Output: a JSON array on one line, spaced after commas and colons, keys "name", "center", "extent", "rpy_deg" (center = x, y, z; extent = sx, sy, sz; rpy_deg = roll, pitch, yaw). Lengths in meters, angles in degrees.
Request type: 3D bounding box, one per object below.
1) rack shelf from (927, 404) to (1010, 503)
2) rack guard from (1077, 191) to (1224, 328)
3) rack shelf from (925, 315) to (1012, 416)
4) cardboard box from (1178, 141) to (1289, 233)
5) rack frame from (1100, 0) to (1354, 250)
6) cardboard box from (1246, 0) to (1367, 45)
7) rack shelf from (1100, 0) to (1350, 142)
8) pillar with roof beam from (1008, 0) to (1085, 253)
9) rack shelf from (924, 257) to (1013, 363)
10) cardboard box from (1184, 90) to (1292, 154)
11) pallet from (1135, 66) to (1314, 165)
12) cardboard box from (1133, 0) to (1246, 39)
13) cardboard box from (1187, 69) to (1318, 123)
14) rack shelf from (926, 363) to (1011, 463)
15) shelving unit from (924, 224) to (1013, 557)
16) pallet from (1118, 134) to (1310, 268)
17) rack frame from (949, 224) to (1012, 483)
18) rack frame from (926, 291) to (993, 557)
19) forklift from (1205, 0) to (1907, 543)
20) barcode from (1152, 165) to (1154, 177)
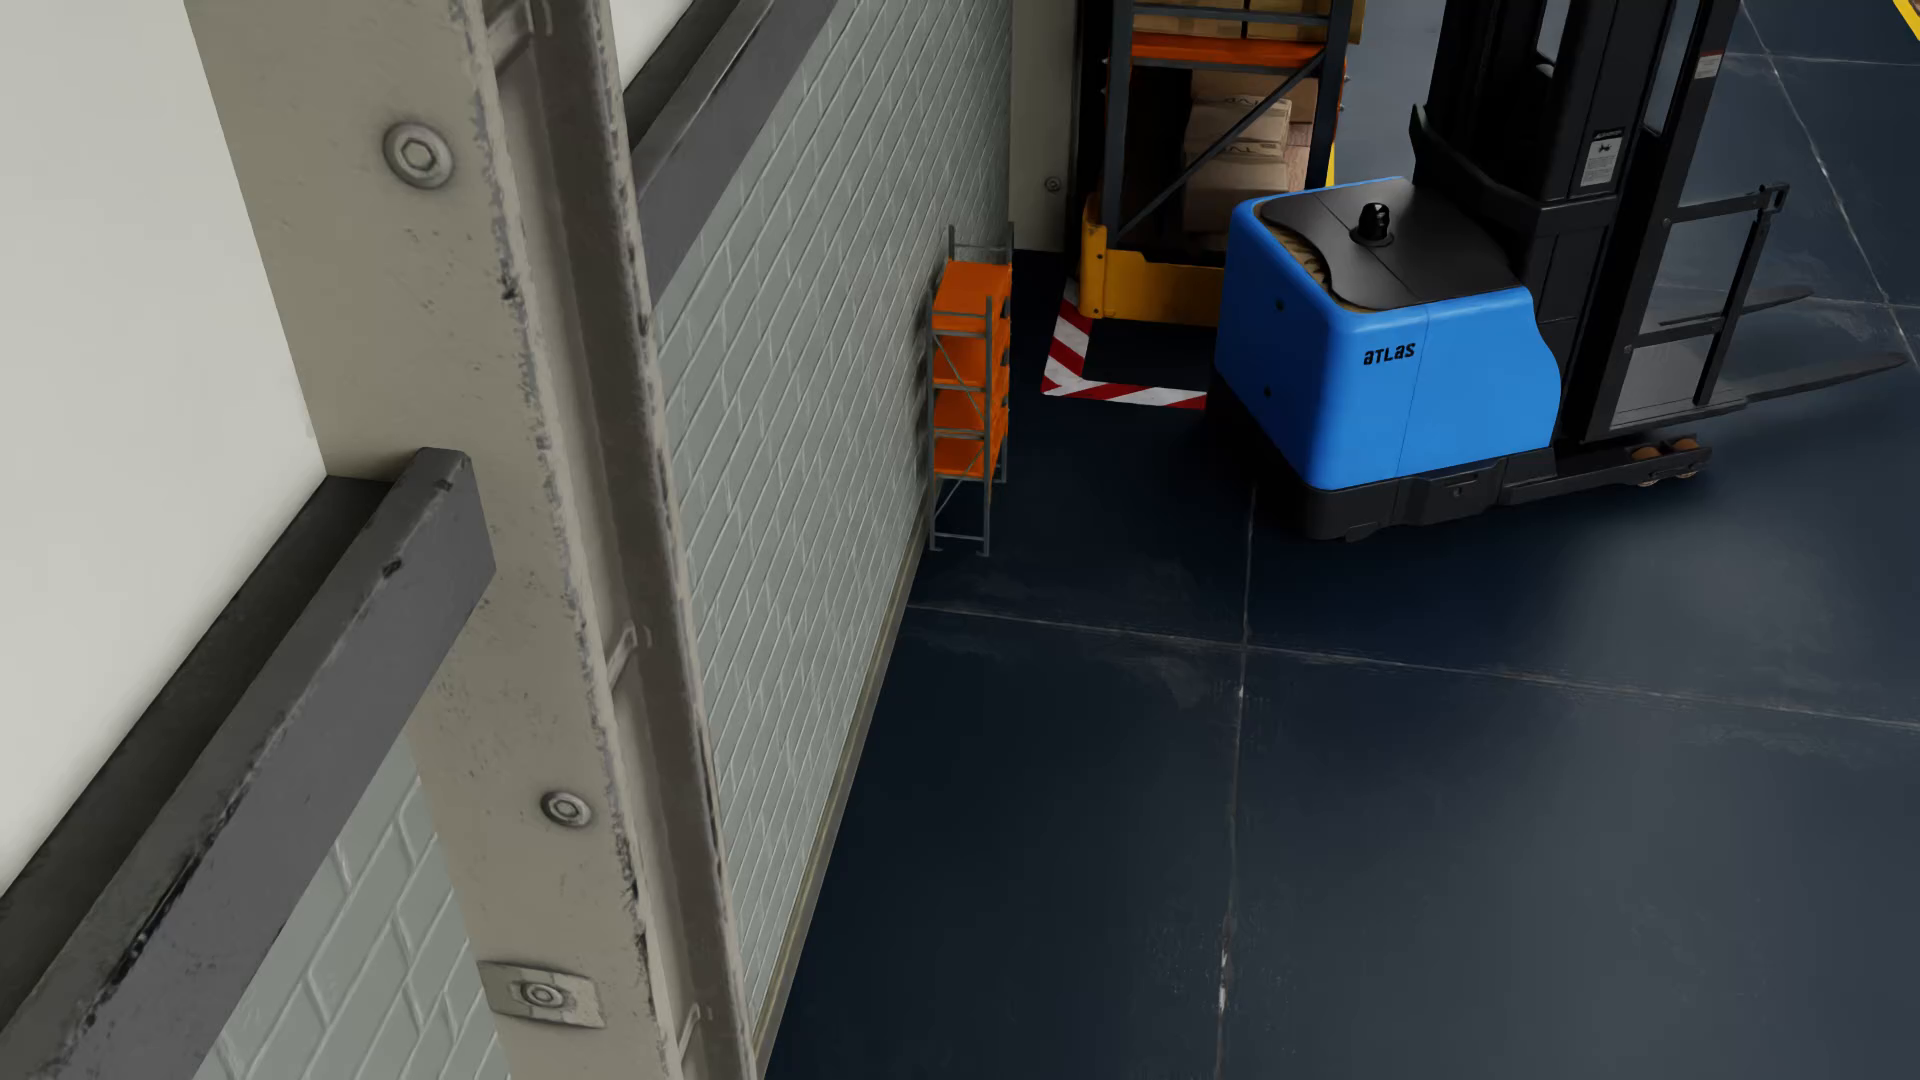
[{"name": "rack shelf", "center": [0.037, -0.361, 6.663], "extent": [0.258, 0.148, 0.480], "rpy_deg": [6, 40, 7]}, {"name": "rack guard", "center": [1.168, -1.321, 7.955], "extent": [1.175, 0.500, 0.348], "rpy_deg": [6, 40, 8]}, {"name": "rack shelf", "center": [0.037, -0.687, 6.393], "extent": [0.258, 0.148, 0.480], "rpy_deg": [6, 40, 7]}, {"name": "cardboard box", "center": [1.363, -1.794, 8.331], "extent": [0.500, 0.311, 0.500], "rpy_deg": [2, 40, 3]}, {"name": "rack frame", "center": [1.155, -2.236, 7.101], "extent": [1.000, 3.000, 0.127], "rpy_deg": [6, 40, 8]}, {"name": "cardboard box", "center": [1.552, -2.458, 7.470], "extent": [0.500, 0.250, 0.500], "rpy_deg": [5, 40, 6]}, {"name": "rack shelf", "center": [1.501, -3.214, 8.848], "extent": [1.077, 0.370, 4.000], "rpy_deg": [6, 40, 8]}, {"name": "pillar with roof beam", "center": [4.664, -4.609, 5.262], "extent": [9.100, 9.000, 0.400], "rpy_deg": [6, 40, 8]}, {"name": "rack shelf", "center": [0.037, -0.869, 6.243], "extent": [0.258, 0.148, 0.480], "rpy_deg": [6, 40, 7]}, {"name": "cardboard box", "center": [1.462, -2.152, 8.764], "extent": [0.500, 0.311, 0.500], "rpy_deg": [10, 41, 11]}, {"name": "pallet", "center": [1.557, -2.479, 9.583], "extent": [1.003, 0.211, 1.213], "rpy_deg": [6, 40, 8]}, {"name": "cardboard box", "center": [1.045, -2.501, 7.523], "extent": [0.500, 0.250, 0.500], "rpy_deg": [7, 40, 8]}, {"name": "cardboard box", "center": [1.638, -2.680, 9.253], "extent": [0.700, 0.500, 0.500], "rpy_deg": [4, 40, 5]}, {"name": "rack shelf", "center": [0.037, -0.514, 6.536], "extent": [0.258, 0.148, 0.480], "rpy_deg": [6, 40, 7]}, {"name": "shelving unit", "center": [0.037, -0.566, 6.493], "extent": [0.258, 1.200, 0.503], "rpy_deg": [6, 40, 7]}, {"name": "pallet", "center": [1.343, -1.715, 8.659], "extent": [1.003, 0.211, 1.213], "rpy_deg": [6, 40, 8]}, {"name": "rack frame", "center": [0.077, -0.720, 6.679], "extent": [0.240, 1.200, 0.015], "rpy_deg": [6, 40, 7]}, {"name": "rack frame", "center": [-0.003, -0.413, 6.308], "extent": [0.240, 1.200, 0.015], "rpy_deg": [6, 40, 7]}, {"name": "forklift", "center": [2.656, -1.666, 6.465], "extent": [3.031, 2.935, 1.130], "rpy_deg": [-11, 41, -13]}, {"name": "barcode", "center": [0.972, -1.853, 8.395], "extent": [0.001, 0.075, 0.075], "rpy_deg": [6, 40, 8]}]
